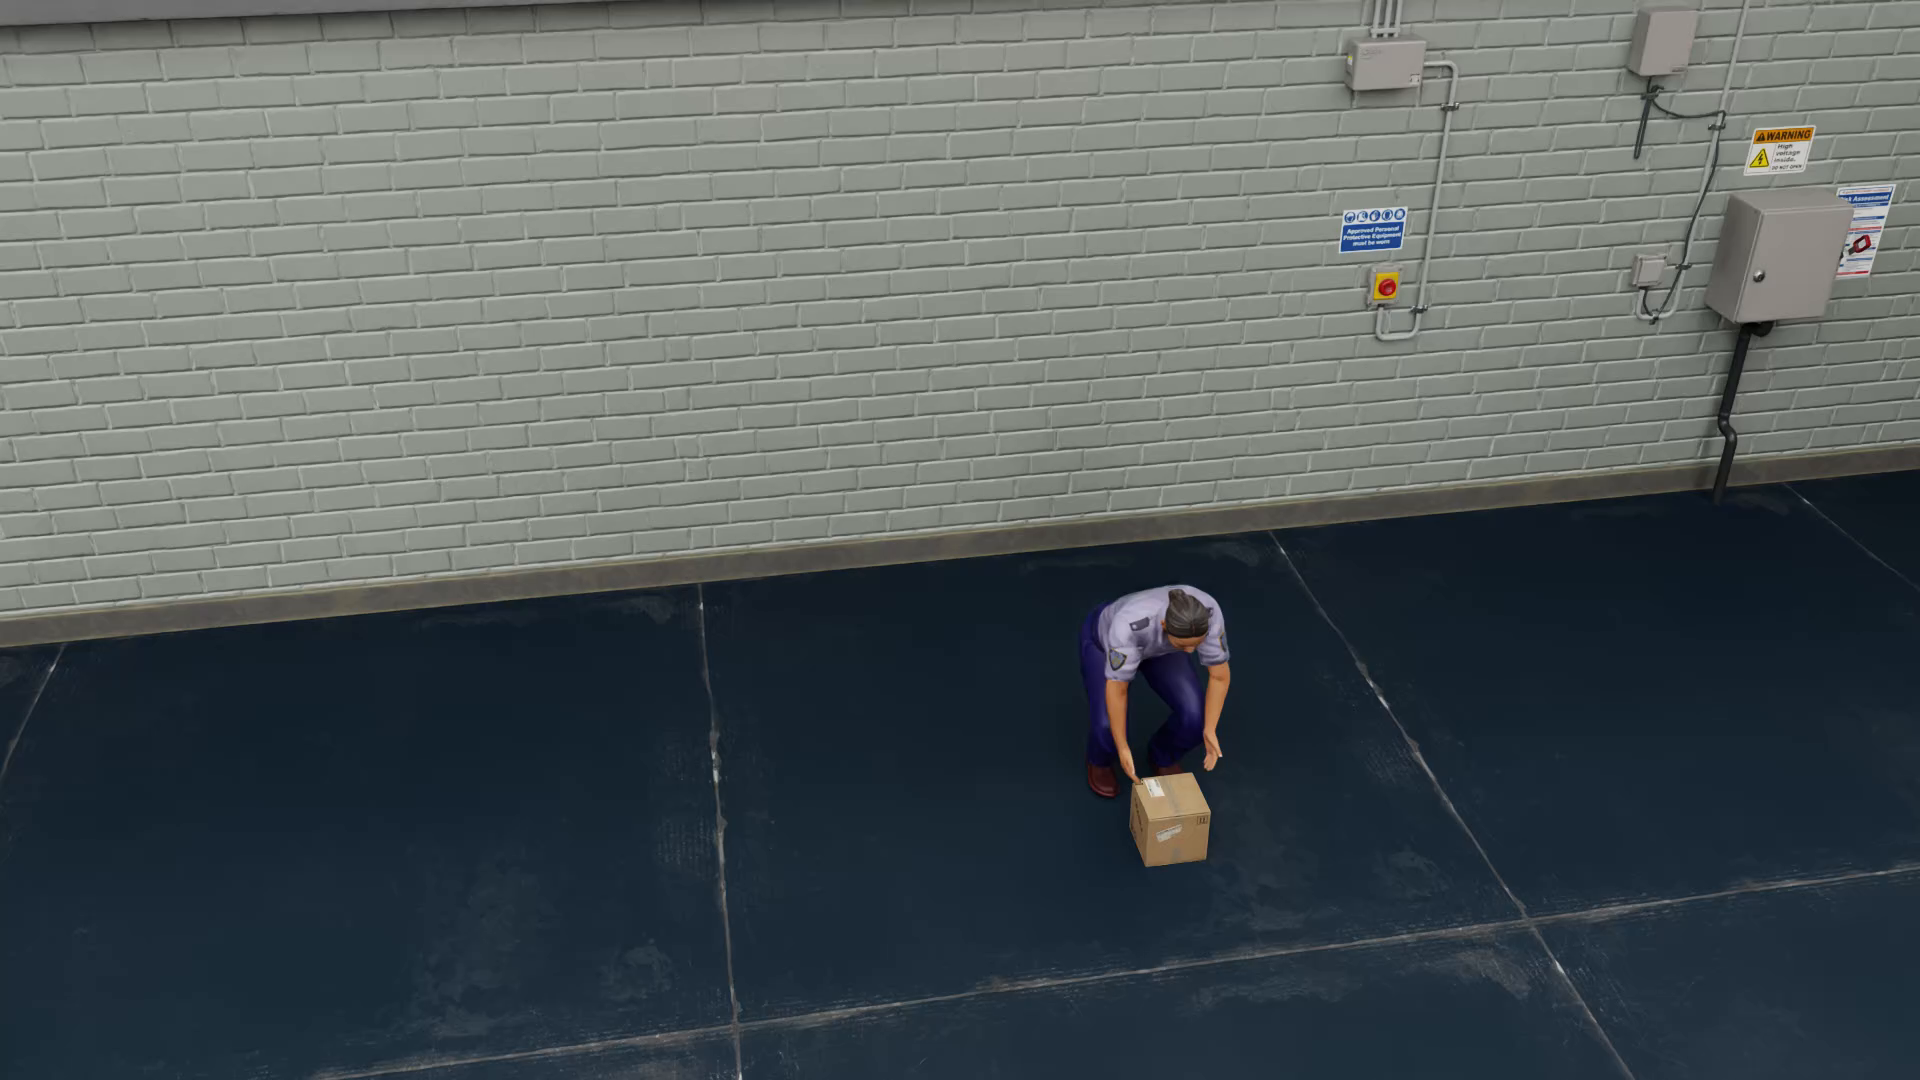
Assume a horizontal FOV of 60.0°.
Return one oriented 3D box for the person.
[{"bbox_3d":[0.780,0.552,6.750,0.538,1.114,0.770,-5,31,-9],"label":"person"}]
